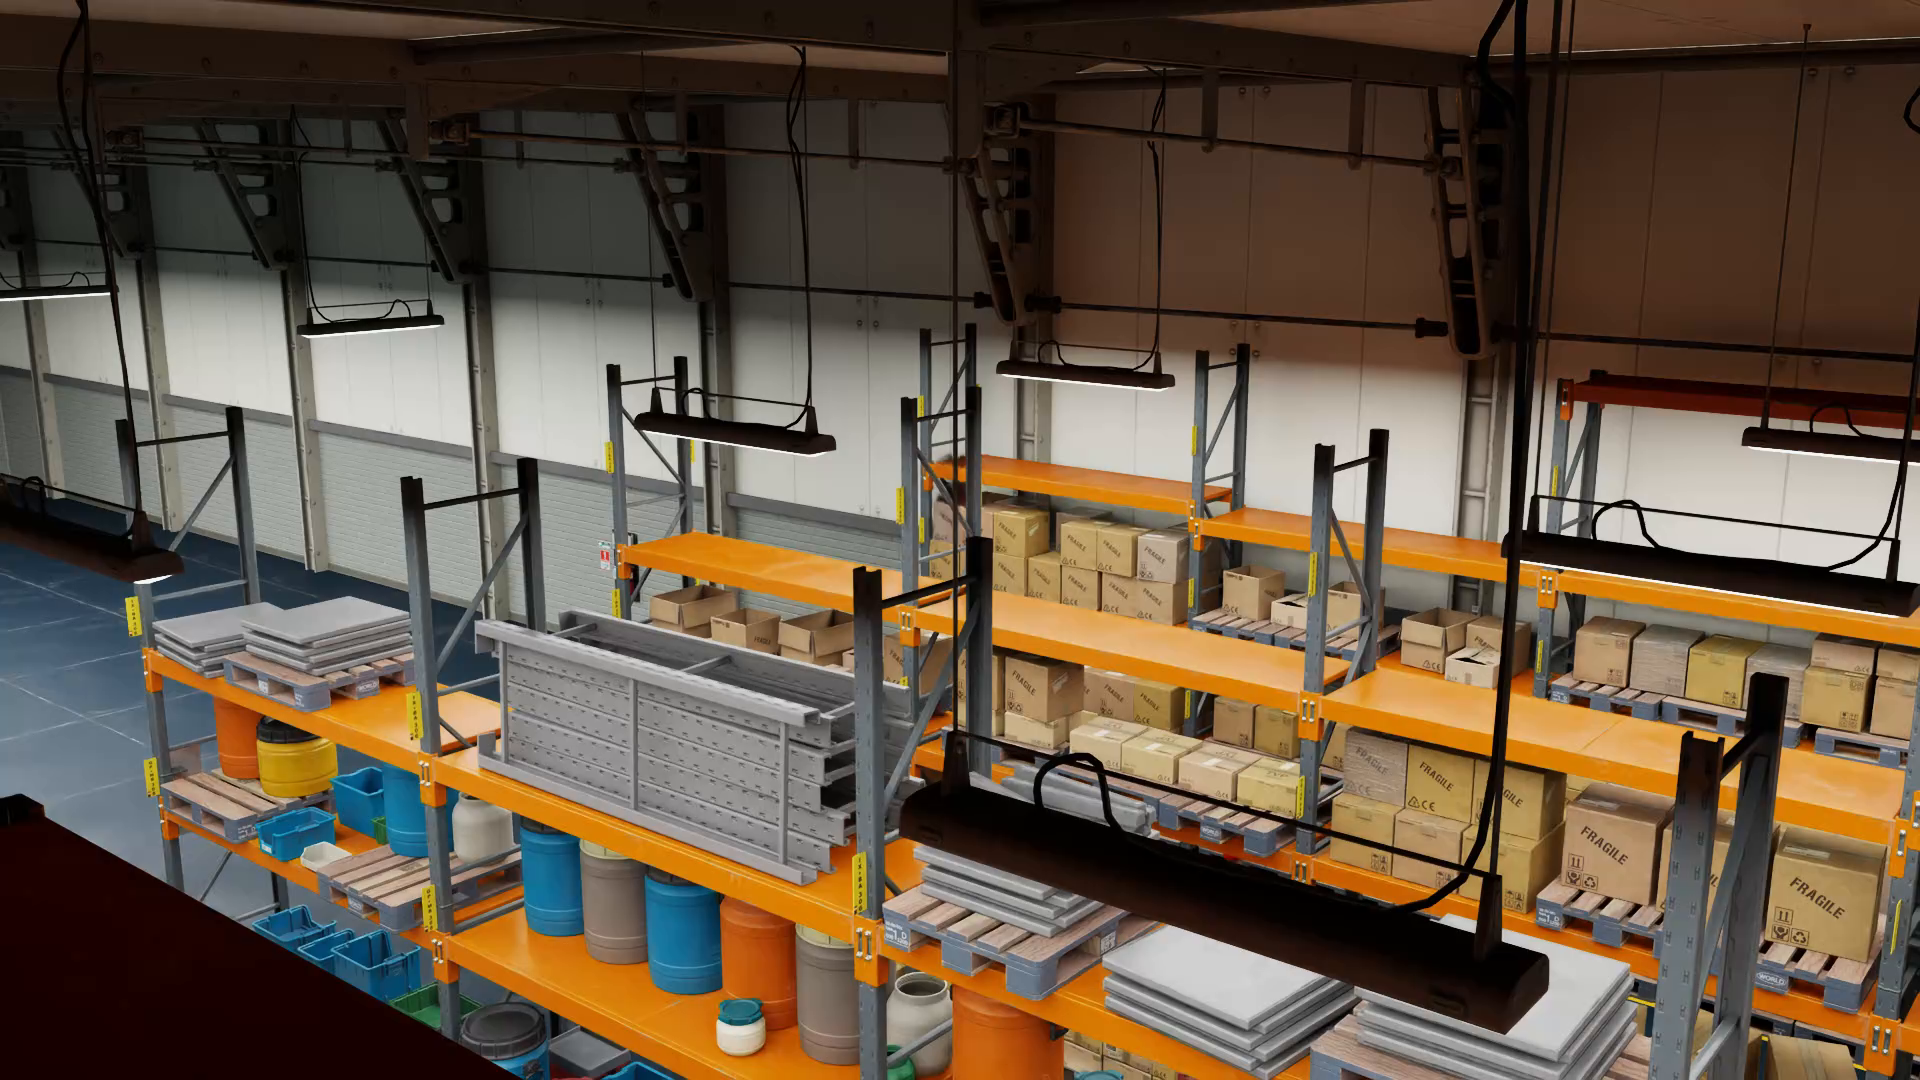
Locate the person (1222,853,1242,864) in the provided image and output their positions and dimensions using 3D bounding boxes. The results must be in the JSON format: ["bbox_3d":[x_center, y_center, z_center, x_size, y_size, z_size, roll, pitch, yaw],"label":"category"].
[{"bbox_3d":[2.566,3.691,15.813,0.640,1.797,0.354,7,14,29],"label":"person"}]
